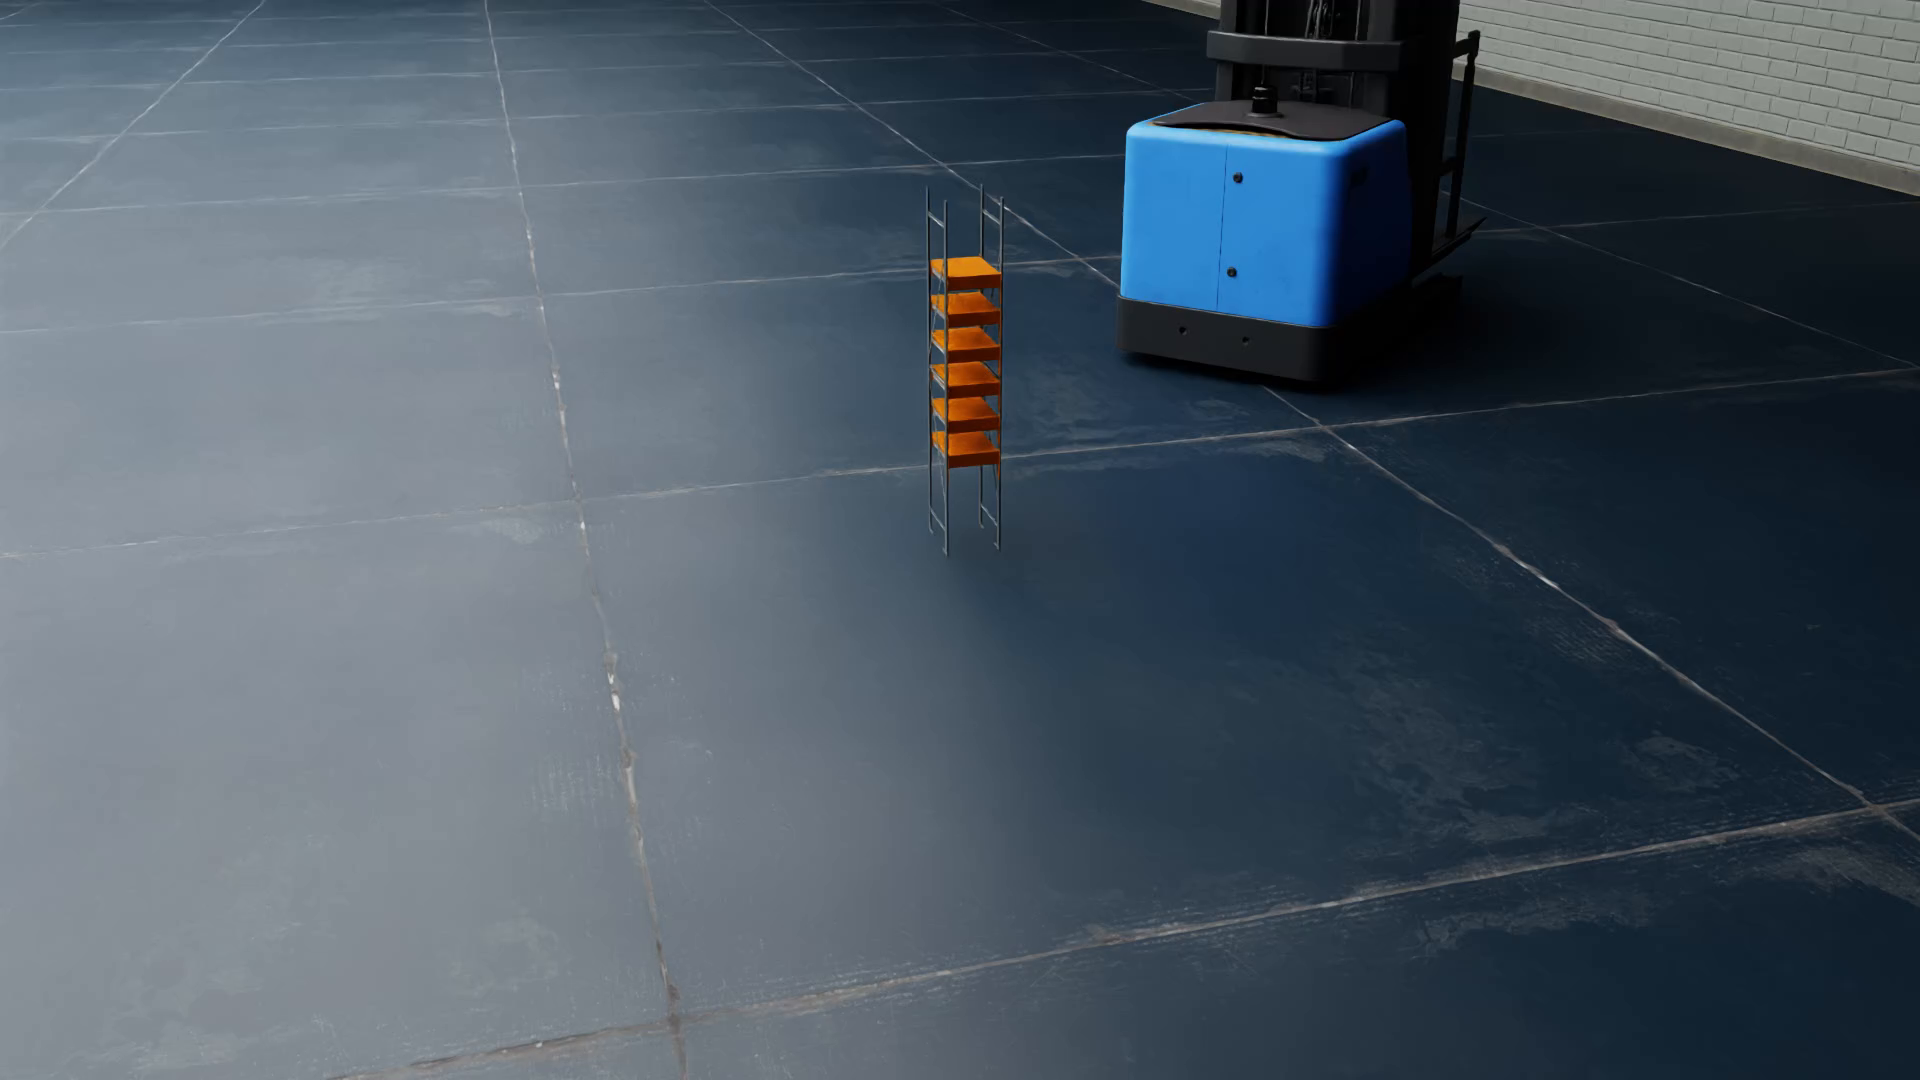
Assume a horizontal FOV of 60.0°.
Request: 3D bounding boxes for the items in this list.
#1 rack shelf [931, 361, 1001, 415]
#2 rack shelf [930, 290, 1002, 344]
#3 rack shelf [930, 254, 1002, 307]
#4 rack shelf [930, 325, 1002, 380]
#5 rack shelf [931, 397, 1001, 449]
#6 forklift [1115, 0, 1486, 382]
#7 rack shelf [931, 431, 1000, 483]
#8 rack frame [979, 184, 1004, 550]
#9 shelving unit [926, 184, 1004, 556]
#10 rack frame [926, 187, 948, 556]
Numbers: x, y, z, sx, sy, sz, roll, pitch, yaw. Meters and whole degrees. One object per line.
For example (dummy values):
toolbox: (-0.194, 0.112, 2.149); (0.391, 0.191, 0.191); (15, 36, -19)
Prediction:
rack shelf: (0.014, -0.512, 5.535); (0.180, 0.103, 0.258); (-6, 24, -14)
rack shelf: (0.014, -0.733, 5.440); (0.180, 0.103, 0.258); (-6, 24, -14)
rack shelf: (0.014, -0.843, 5.393); (0.180, 0.103, 0.258); (-6, 24, -14)
rack shelf: (0.014, -0.622, 5.487); (0.180, 0.103, 0.258); (-6, 24, -14)
rack shelf: (0.014, -0.402, 5.582); (0.180, 0.103, 0.258); (-6, 24, -14)
forklift: (1.920, -2.562, 8.003); (1.130, 2.935, 3.031); (14, 27, 29)
rack shelf: (0.014, -0.292, 5.629); (0.180, 0.103, 0.258); (-6, 24, -14)
rack frame: (0.102, -0.563, 5.540); (0.006, 1.200, 0.240); (-6, 24, -14)
shelving unit: (0.014, -0.553, 5.517); (0.189, 1.200, 0.258); (-6, 24, -14)
rack frame: (-0.074, -0.543, 5.494); (0.006, 1.200, 0.240); (-6, 24, -14)
